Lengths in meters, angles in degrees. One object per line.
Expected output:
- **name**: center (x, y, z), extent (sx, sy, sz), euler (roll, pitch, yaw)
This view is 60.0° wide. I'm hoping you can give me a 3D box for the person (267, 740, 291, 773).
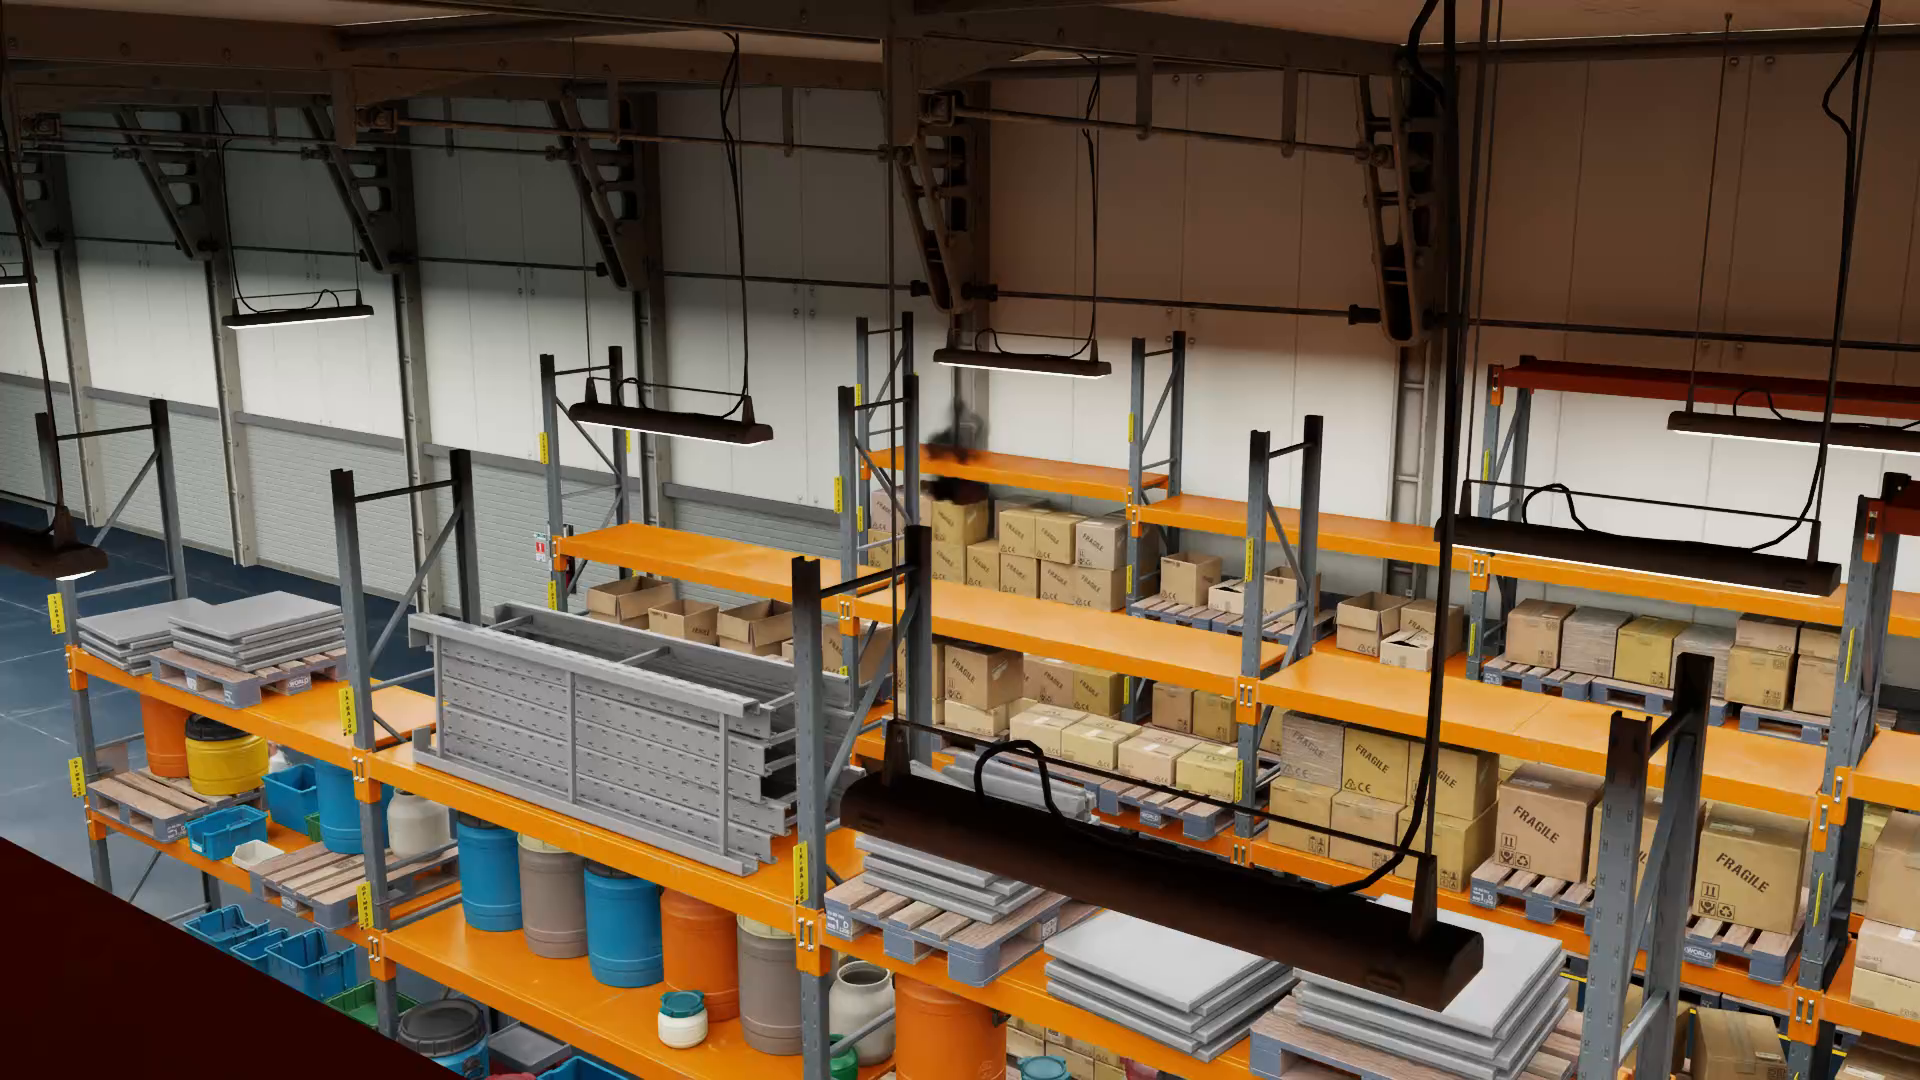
- **person**: center (-7.679, 2.967, 18.524), extent (0.696, 1.781, 0.654), euler (-9, 16, -35)
